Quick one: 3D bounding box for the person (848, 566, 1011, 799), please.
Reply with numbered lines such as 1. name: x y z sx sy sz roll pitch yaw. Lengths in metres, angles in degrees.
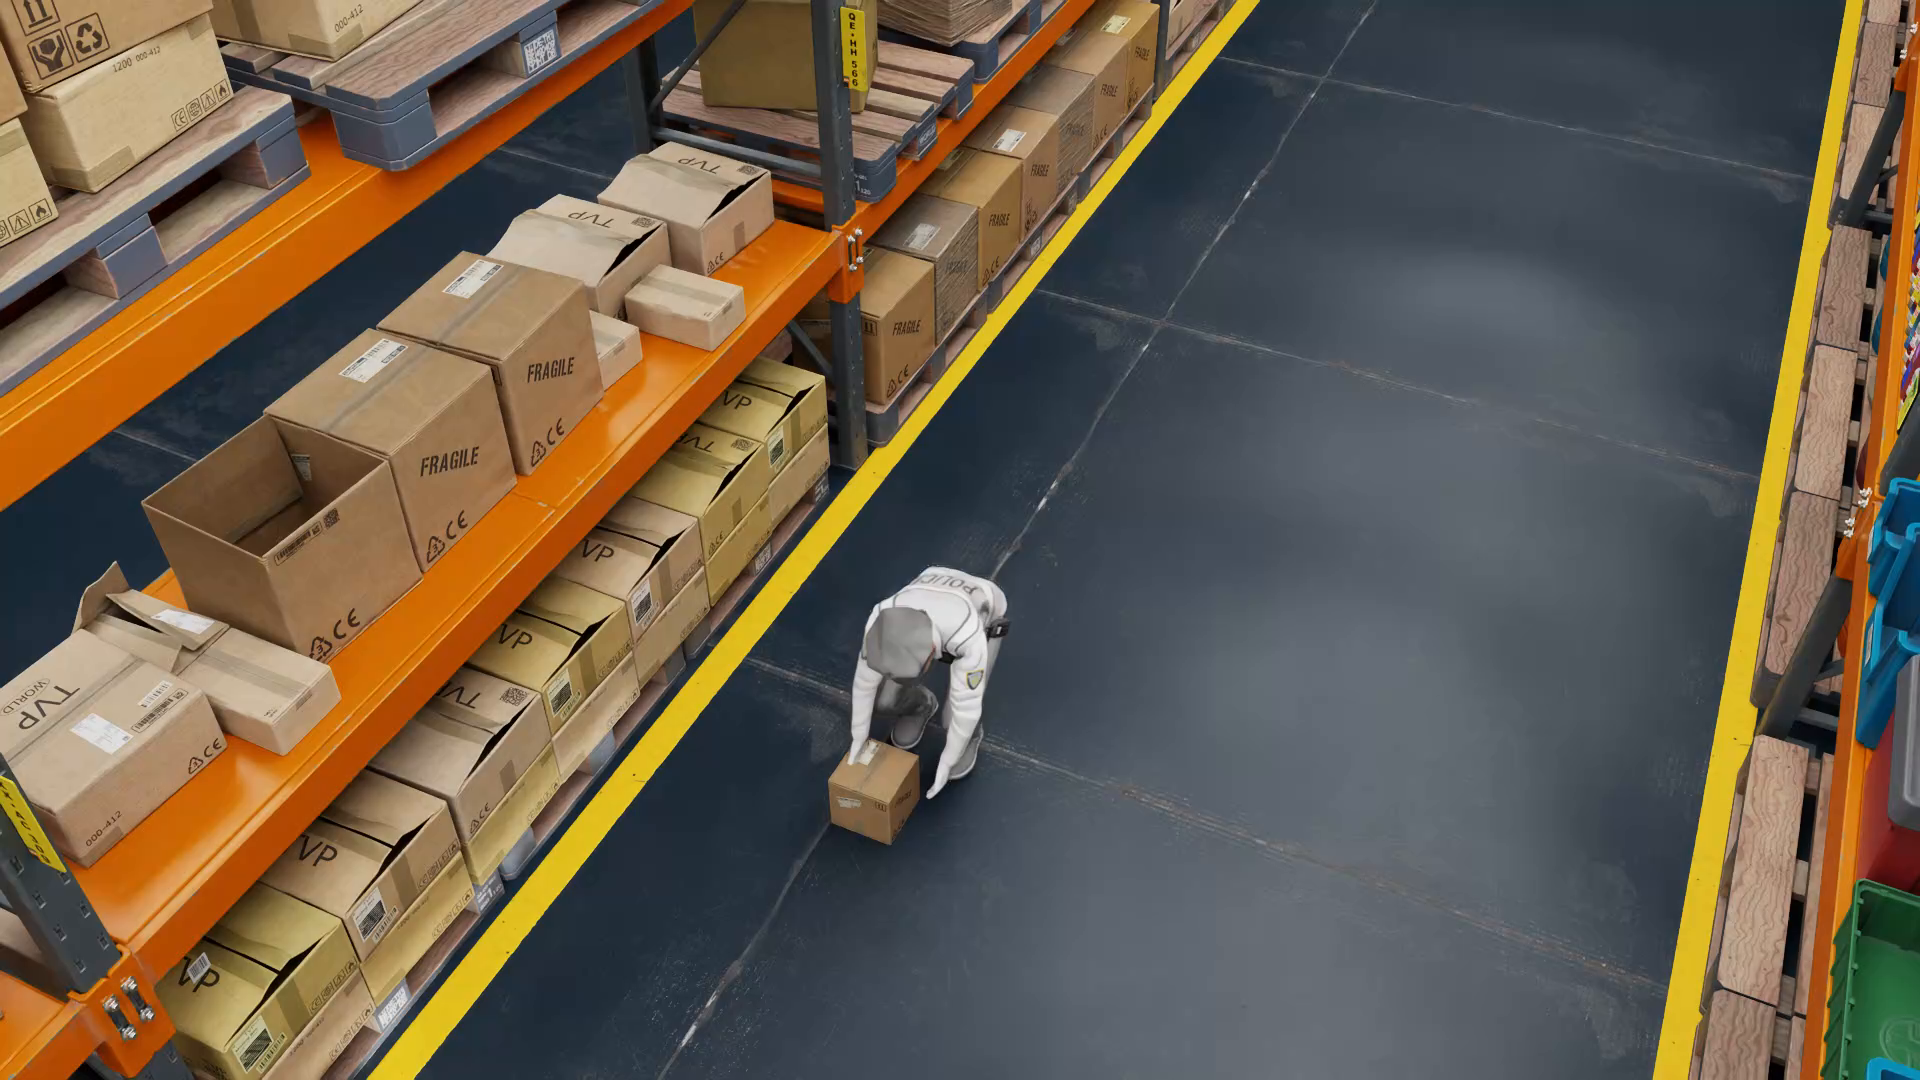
1. person: -0.094 0.475 6.114 0.497 1.028 0.837 17 45 18
